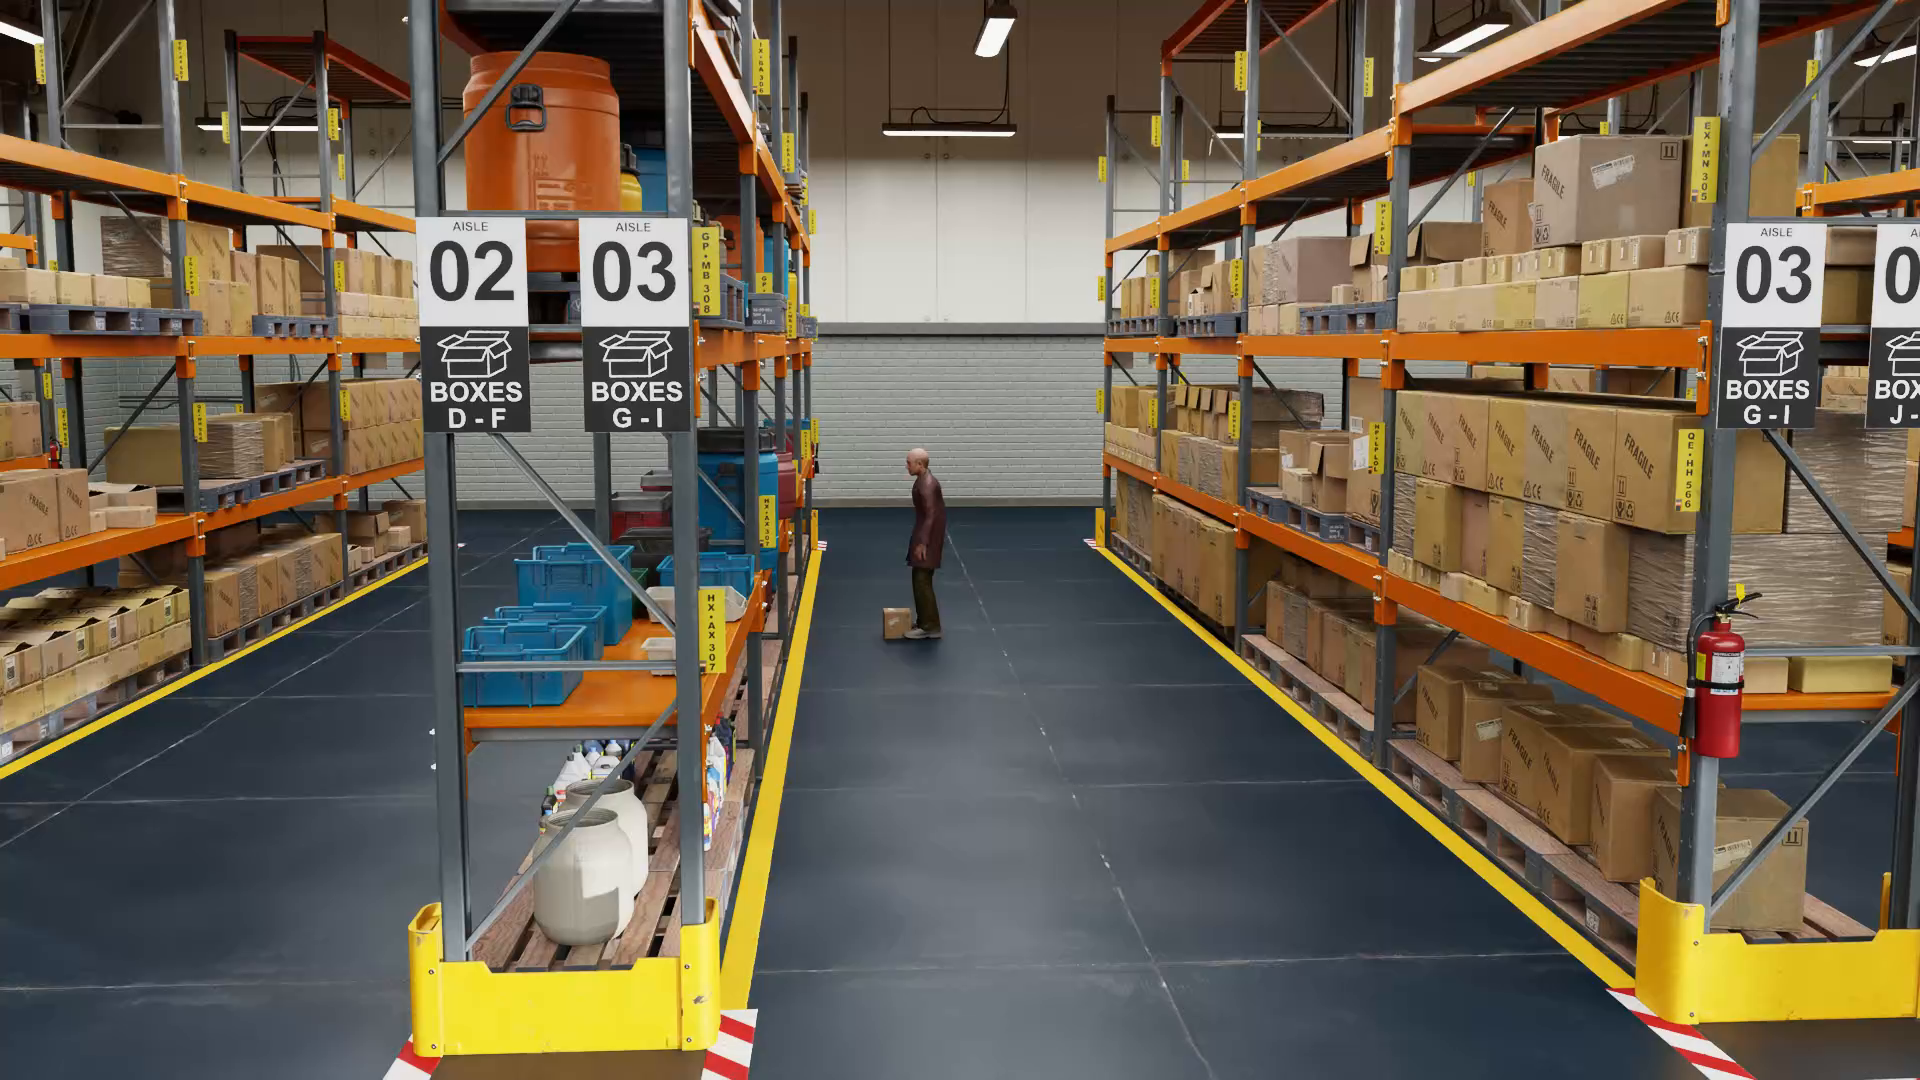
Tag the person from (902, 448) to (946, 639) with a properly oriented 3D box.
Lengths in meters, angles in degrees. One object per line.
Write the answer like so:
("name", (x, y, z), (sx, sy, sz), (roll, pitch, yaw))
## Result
("person", (-0.343, 0.024, 15.598), (0.428, 1.773, 0.641), (0, 7, -4))
